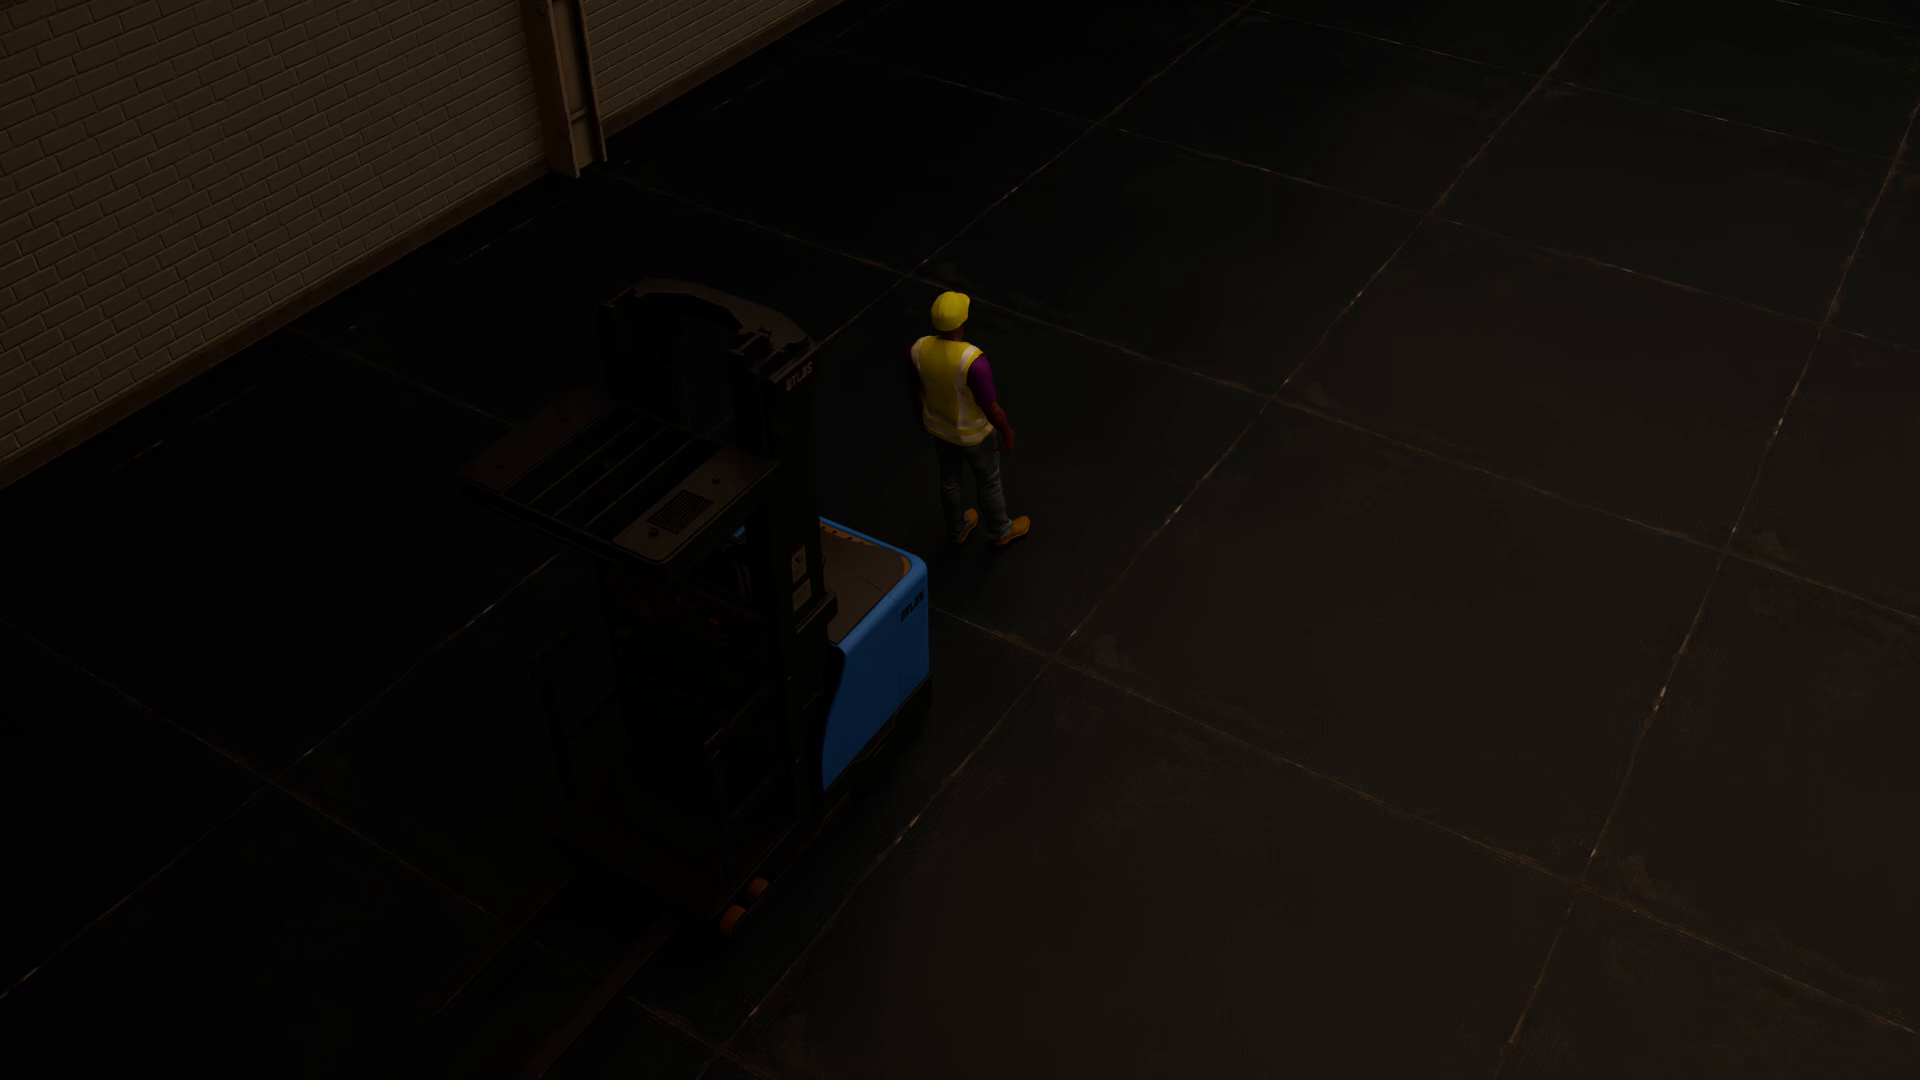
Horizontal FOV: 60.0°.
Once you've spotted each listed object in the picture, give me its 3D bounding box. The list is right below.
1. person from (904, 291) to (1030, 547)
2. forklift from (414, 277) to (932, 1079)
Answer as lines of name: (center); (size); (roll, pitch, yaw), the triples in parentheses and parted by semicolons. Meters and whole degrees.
person: (0.042, -0.715, 9.700); (0.665, 1.765, 0.577); (22, 45, 24)
forklift: (-1.351, 0.449, 7.437); (1.130, 2.935, 3.031); (22, 45, 24)
